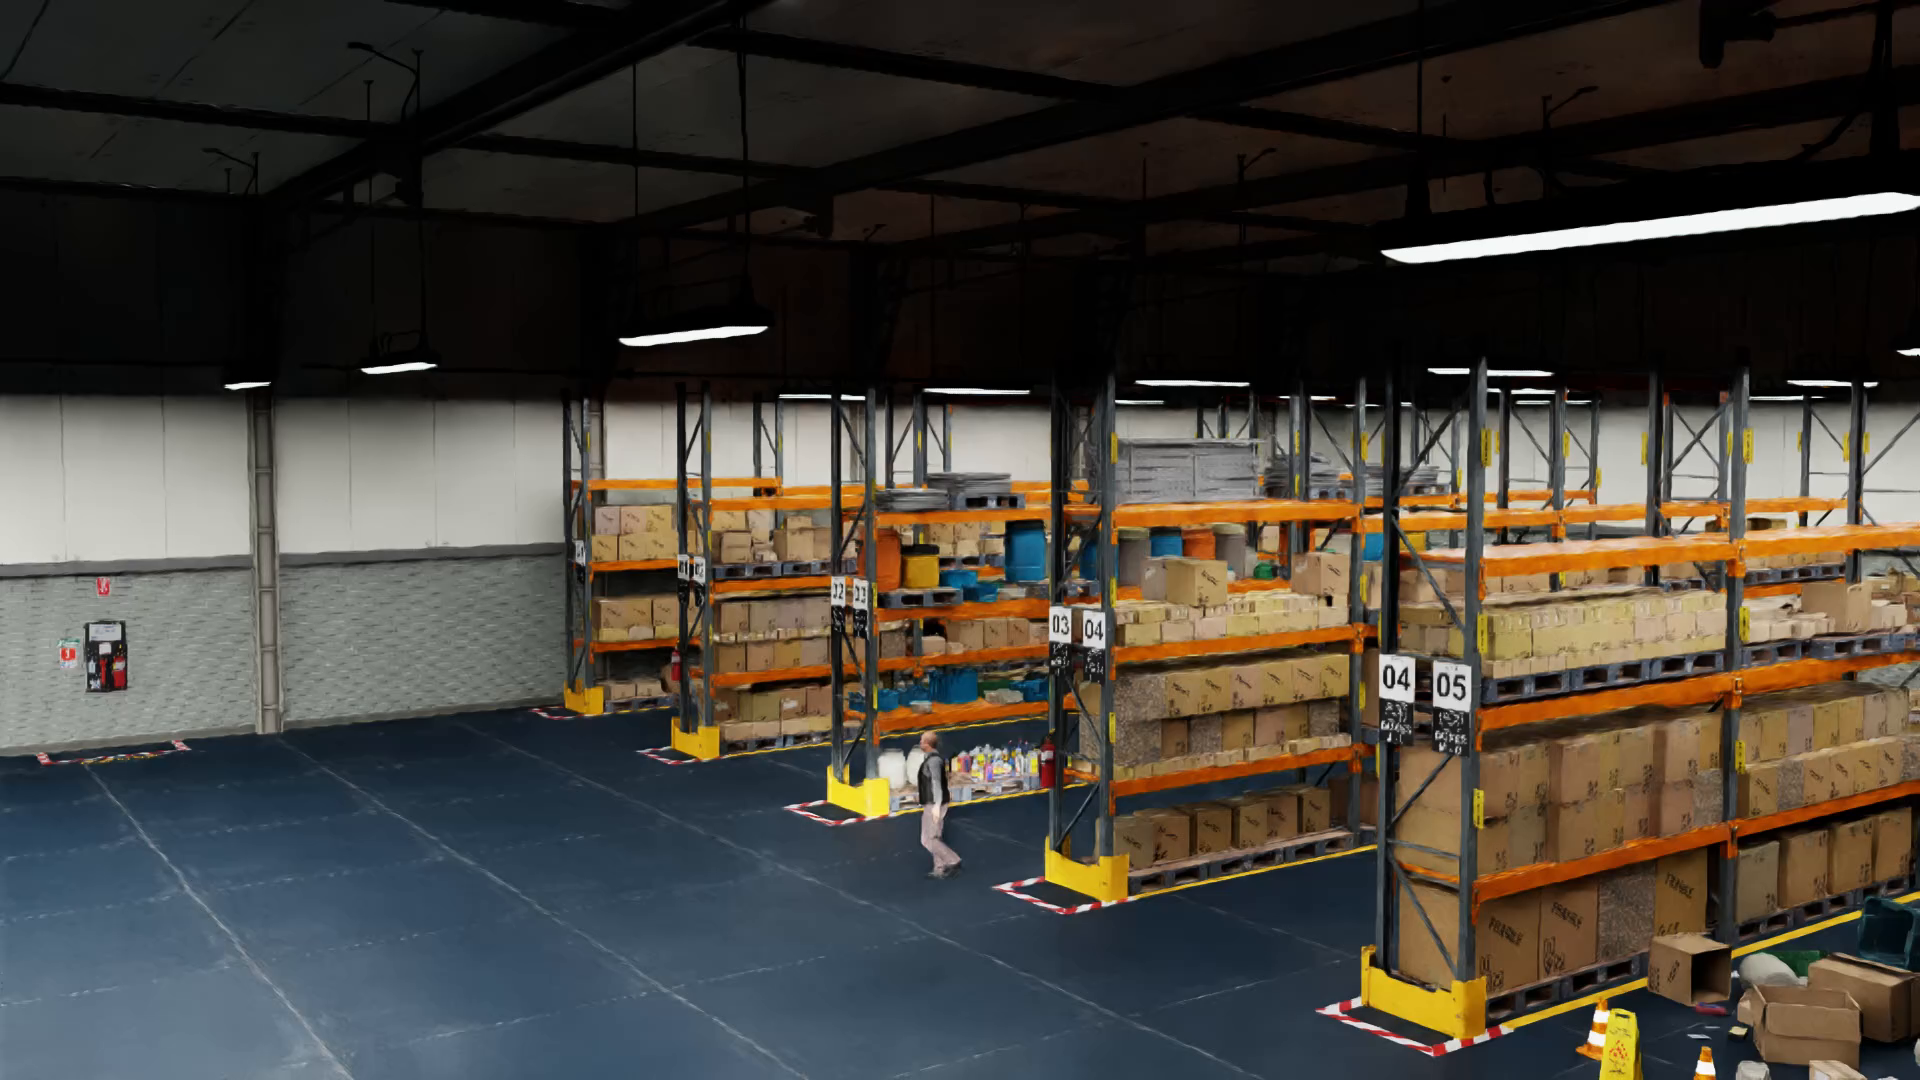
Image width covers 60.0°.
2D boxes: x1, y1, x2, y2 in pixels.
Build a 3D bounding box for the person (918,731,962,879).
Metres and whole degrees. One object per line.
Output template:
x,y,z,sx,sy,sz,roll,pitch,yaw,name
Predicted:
-0.226,3.074,19.270,0.523,1.716,0.588,0,4,3,person
